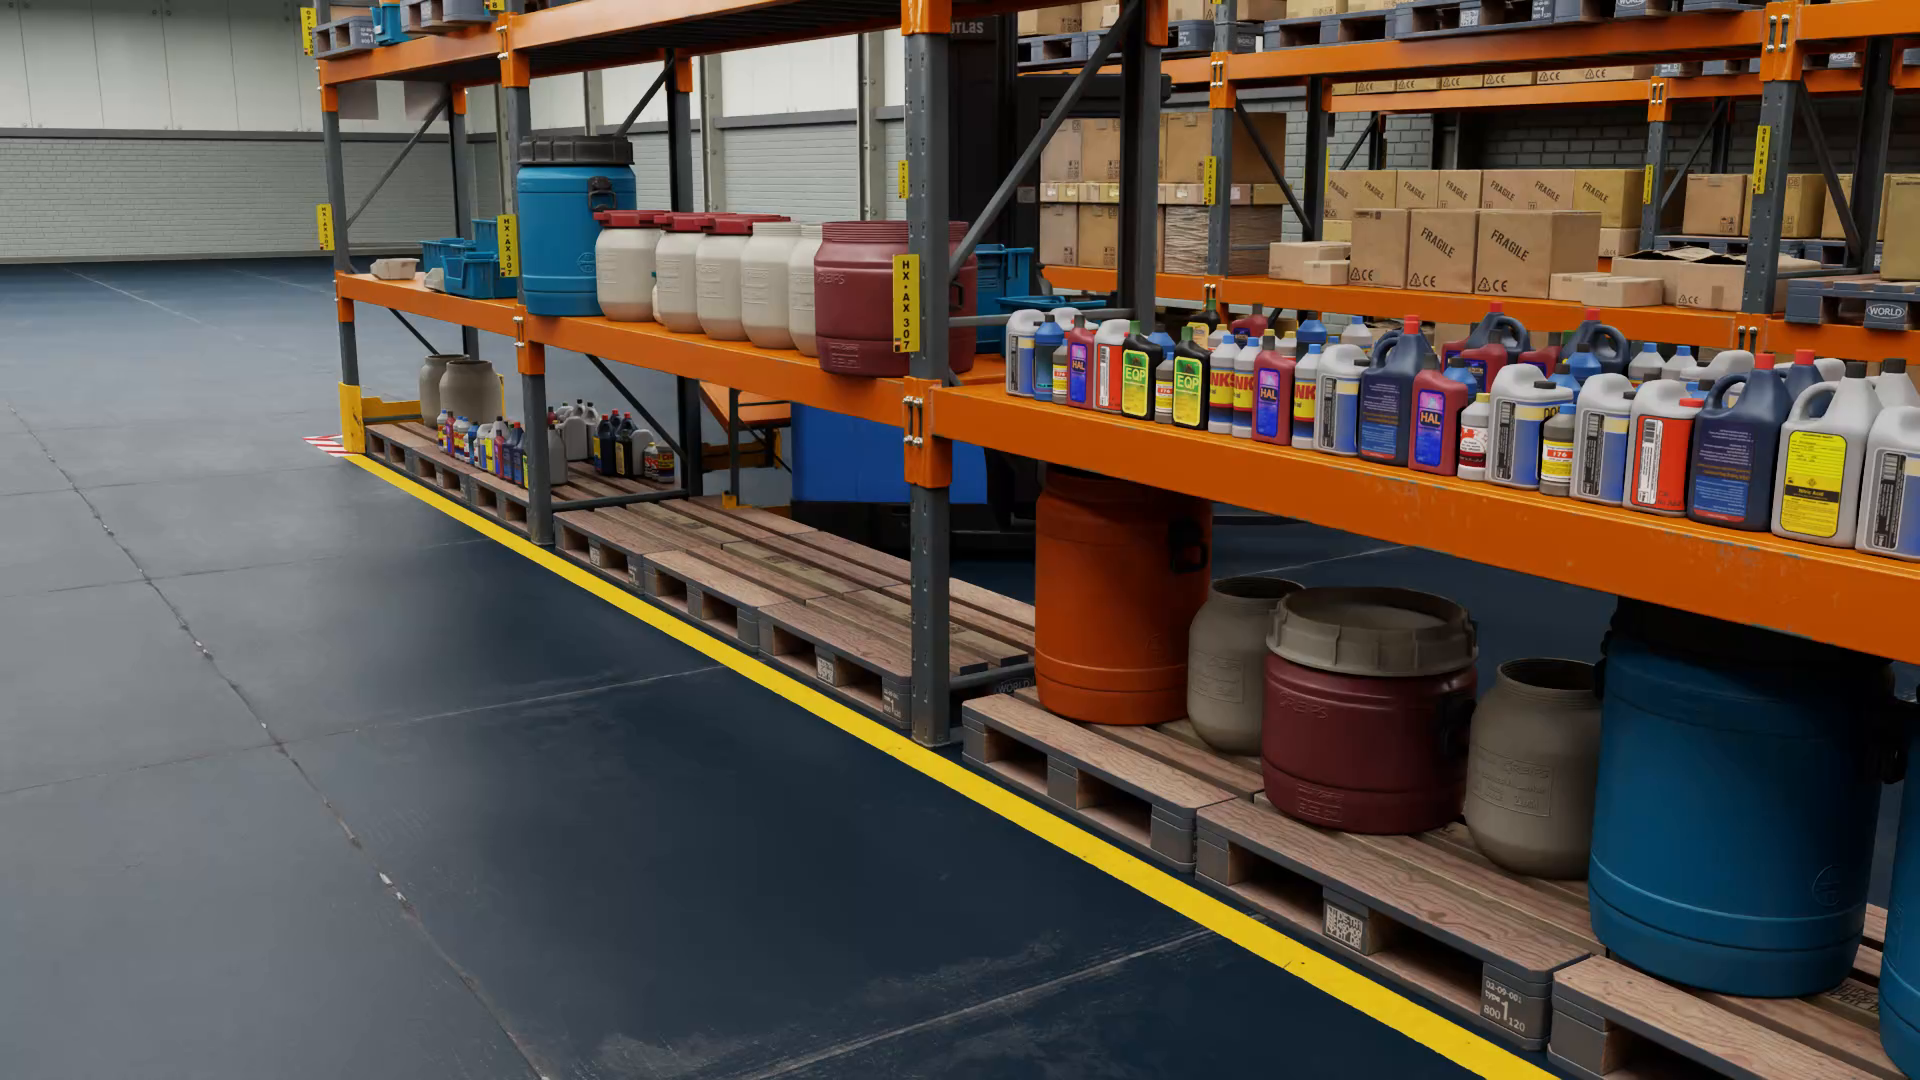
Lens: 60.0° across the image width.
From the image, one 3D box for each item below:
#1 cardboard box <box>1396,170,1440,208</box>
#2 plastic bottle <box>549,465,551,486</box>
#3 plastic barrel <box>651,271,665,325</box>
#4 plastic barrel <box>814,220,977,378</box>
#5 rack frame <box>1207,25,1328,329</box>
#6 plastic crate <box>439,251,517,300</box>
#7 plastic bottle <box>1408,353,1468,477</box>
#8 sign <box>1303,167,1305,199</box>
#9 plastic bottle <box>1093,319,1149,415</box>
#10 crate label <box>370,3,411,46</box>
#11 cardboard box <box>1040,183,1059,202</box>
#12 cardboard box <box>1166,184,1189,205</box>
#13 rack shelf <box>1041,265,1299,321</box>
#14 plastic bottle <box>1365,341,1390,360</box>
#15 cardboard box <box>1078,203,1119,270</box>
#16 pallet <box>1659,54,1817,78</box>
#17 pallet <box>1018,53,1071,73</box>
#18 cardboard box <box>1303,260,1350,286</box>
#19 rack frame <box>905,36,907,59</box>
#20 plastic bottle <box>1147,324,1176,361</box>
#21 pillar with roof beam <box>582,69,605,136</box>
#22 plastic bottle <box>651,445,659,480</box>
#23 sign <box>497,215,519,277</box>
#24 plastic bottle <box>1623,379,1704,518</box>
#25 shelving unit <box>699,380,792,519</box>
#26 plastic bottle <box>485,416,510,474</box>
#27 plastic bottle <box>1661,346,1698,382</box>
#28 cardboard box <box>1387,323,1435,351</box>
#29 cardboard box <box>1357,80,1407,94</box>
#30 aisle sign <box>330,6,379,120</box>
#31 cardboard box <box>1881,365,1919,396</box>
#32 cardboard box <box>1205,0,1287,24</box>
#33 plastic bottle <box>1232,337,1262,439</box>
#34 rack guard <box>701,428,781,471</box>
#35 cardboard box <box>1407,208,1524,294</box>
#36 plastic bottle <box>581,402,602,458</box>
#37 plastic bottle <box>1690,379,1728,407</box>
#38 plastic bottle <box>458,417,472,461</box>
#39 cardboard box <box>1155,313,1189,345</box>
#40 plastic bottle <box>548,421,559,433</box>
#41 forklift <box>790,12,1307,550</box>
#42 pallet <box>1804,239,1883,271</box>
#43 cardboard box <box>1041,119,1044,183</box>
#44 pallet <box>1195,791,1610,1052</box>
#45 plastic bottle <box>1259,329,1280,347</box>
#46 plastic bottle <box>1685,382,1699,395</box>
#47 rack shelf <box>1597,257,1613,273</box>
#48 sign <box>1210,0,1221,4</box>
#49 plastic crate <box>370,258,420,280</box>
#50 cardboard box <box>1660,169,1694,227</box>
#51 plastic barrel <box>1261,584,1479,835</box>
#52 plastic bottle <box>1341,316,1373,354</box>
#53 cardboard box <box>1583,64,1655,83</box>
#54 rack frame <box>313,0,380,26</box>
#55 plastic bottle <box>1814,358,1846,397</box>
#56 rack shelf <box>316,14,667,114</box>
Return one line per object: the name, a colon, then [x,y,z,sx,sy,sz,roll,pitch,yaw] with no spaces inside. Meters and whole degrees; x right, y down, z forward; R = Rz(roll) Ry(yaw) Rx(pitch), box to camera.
cardboard box: [4.649,-3.380,16.345,0.500,0.500,0.500,-9,15,-35]
plastic bottle: [-2.403,-0.371,9.556,0.097,0.201,0.097,0,12,0]
plastic barrel: [-1.337,-1.174,8.033,0.301,0.262,0.301,0,12,0]
plastic barrel: [-0.236,-0.897,6.123,0.600,0.536,0.708,-8,15,-33]
rack frame: [2.183,-2.081,11.855,1.000,3.000,0.127,-8,15,-33]
plastic crate: [-2.782,-1.587,9.946,0.499,0.251,0.616,-8,15,-33]
plastic bottle: [1.151,-0.303,3.998,0.061,0.283,0.133,-8,15,-33]
sign: [3.637,-3.738,17.406,0.100,0.325,0.005,-8,15,-33]
plastic bottle: [0.500,-0.526,5.034,0.152,0.276,0.135,-8,15,-33]
crate label: [-3.397,-3.227,10.425,0.502,0.251,0.408,-8,15,-33]
cardboard box: [0.856,-2.789,13.342,0.380,0.149,0.250,-8,15,-32]
cardboard box: [1.718,-2.514,12.083,0.380,0.149,0.250,-8,15,-34]
rack shelf: [1.075,-2.085,13.559,1.077,0.370,4.000,-8,15,-33]
plastic bottle: [1.299,-0.515,5.160,0.097,0.201,0.097,0,12,0]
cardboard box: [1.359,-2.391,13.038,0.700,0.500,0.500,-8,15,-32]
pallet: [6.558,-3.919,13.680,1.213,0.211,1.003,-8,15,-33]
pallet: [0.337,-4.086,14.208,1.003,0.211,1.213,-8,15,-33]
cardboard box: [2.504,-1.776,11.051,0.380,0.149,0.250,-8,15,-33]
rack frame: [-0.033,-5.723,14.468,1.000,3.000,0.127,-8,15,-33]
plastic bottle: [0.592,-0.507,4.959,0.097,0.271,0.097,0,12,0]
pillar with roof beam: [-11.685,-10.047,34.239,9.100,9.000,0.400,-8,15,-33]
plastic bottle: [-1.811,-0.470,10.008,0.097,0.201,0.097,0,12,0]
sign: [-2.407,-1.567,8.859,0.100,0.325,0.005,-8,15,-33]
plastic bottle: [1.520,-0.198,3.537,0.152,0.276,0.135,-8,15,-33]
shelving unit: [-1.186,-0.932,9.493,0.587,1.500,1.083,-6,24,-20]
plastic bottle: [-2.825,-0.588,10.200,0.144,0.351,0.185,-8,15,-33]
plastic bottle: [1.867,-0.367,4.318,0.097,0.271,0.097,0,12,0]
cardboard box: [4.713,-2.045,16.958,0.500,0.311,0.500,-7,14,-28]
cardboard box: [4.333,-4.714,16.596,0.500,0.500,0.500,-7,14,-29]
aisle sign: [-4.443,-3.455,12.053,0.394,0.787,0.004,-8,15,-33]
cardboard box: [7.591,-1.262,12.935,0.700,0.500,0.500,-8,15,-33]
cardboard box: [2.123,-3.989,12.017,0.500,0.500,0.500,-7,14,-28]
plastic bottle: [0.797,-0.417,4.550,0.097,0.271,0.097,0,12,0]
rack guard: [-1.385,-0.541,10.161,0.587,0.250,0.087,-6,24,-20]
cardboard box: [3.164,-1.808,10.376,0.500,0.500,0.500,-8,15,-33]
plastic bottle: [-2.385,-0.718,10.794,0.144,0.351,0.185,-8,15,-33]
plastic bottle: [1.614,-0.214,3.620,0.097,0.271,0.097,0,12,0]
plastic bottle: [-3.169,-0.651,10.672,0.097,0.271,0.097,0,12,0]
cardboard box: [1.477,-1.456,12.696,0.500,0.500,0.500,-8,15,-33]
plastic bottle: [-2.676,-0.689,11.011,0.097,0.201,0.097,0,12,0]
forklift: [0.624,-1.424,9.011,3.031,2.935,1.130,1,12,3]
pallet: [7.390,-2.210,12.895,1.003,0.211,1.213,-8,15,-33]
cardboard box: [0.820,-3.198,13.695,0.700,0.500,0.500,-8,15,-33]
pallet: [1.417,0.931,4.612,1.003,0.211,1.213,-8,15,-33]
plastic bottle: [1.029,-0.602,5.556,0.097,0.201,0.097,0,12,0]
plastic bottle: [1.815,-0.291,4.134,0.097,0.201,0.097,0,12,0]
rack shelf: [5.196,-2.672,16.243,1.077,0.370,4.000,-8,15,-33]
sign: [1.722,-3.771,11.170,0.100,0.325,0.005,-8,15,-33]
plastic crate: [-3.931,-1.880,11.557,0.298,0.136,0.250,-8,15,-33]
cardboard box: [6.218,-3.079,14.969,0.500,0.500,0.500,-9,15,-34]
plastic barrel: [1.184,0.475,4.830,0.600,0.588,0.708,-8,15,-33]
plastic bottle: [1.245,-0.566,5.232,0.097,0.271,0.097,0,12,0]
cardboard box: [5.818,-4.253,14.485,0.500,0.500,0.500,-8,14,-31]
rack frame: [-4.159,-5.137,11.790,1.000,3.000,0.127,-8,15,-33]
plastic bottle: [2.037,-0.304,4.020,0.152,0.276,0.135,-8,15,-33]
rack shelf: [-3.051,-2.965,10.560,1.077,0.370,4.000,-8,15,-33]
